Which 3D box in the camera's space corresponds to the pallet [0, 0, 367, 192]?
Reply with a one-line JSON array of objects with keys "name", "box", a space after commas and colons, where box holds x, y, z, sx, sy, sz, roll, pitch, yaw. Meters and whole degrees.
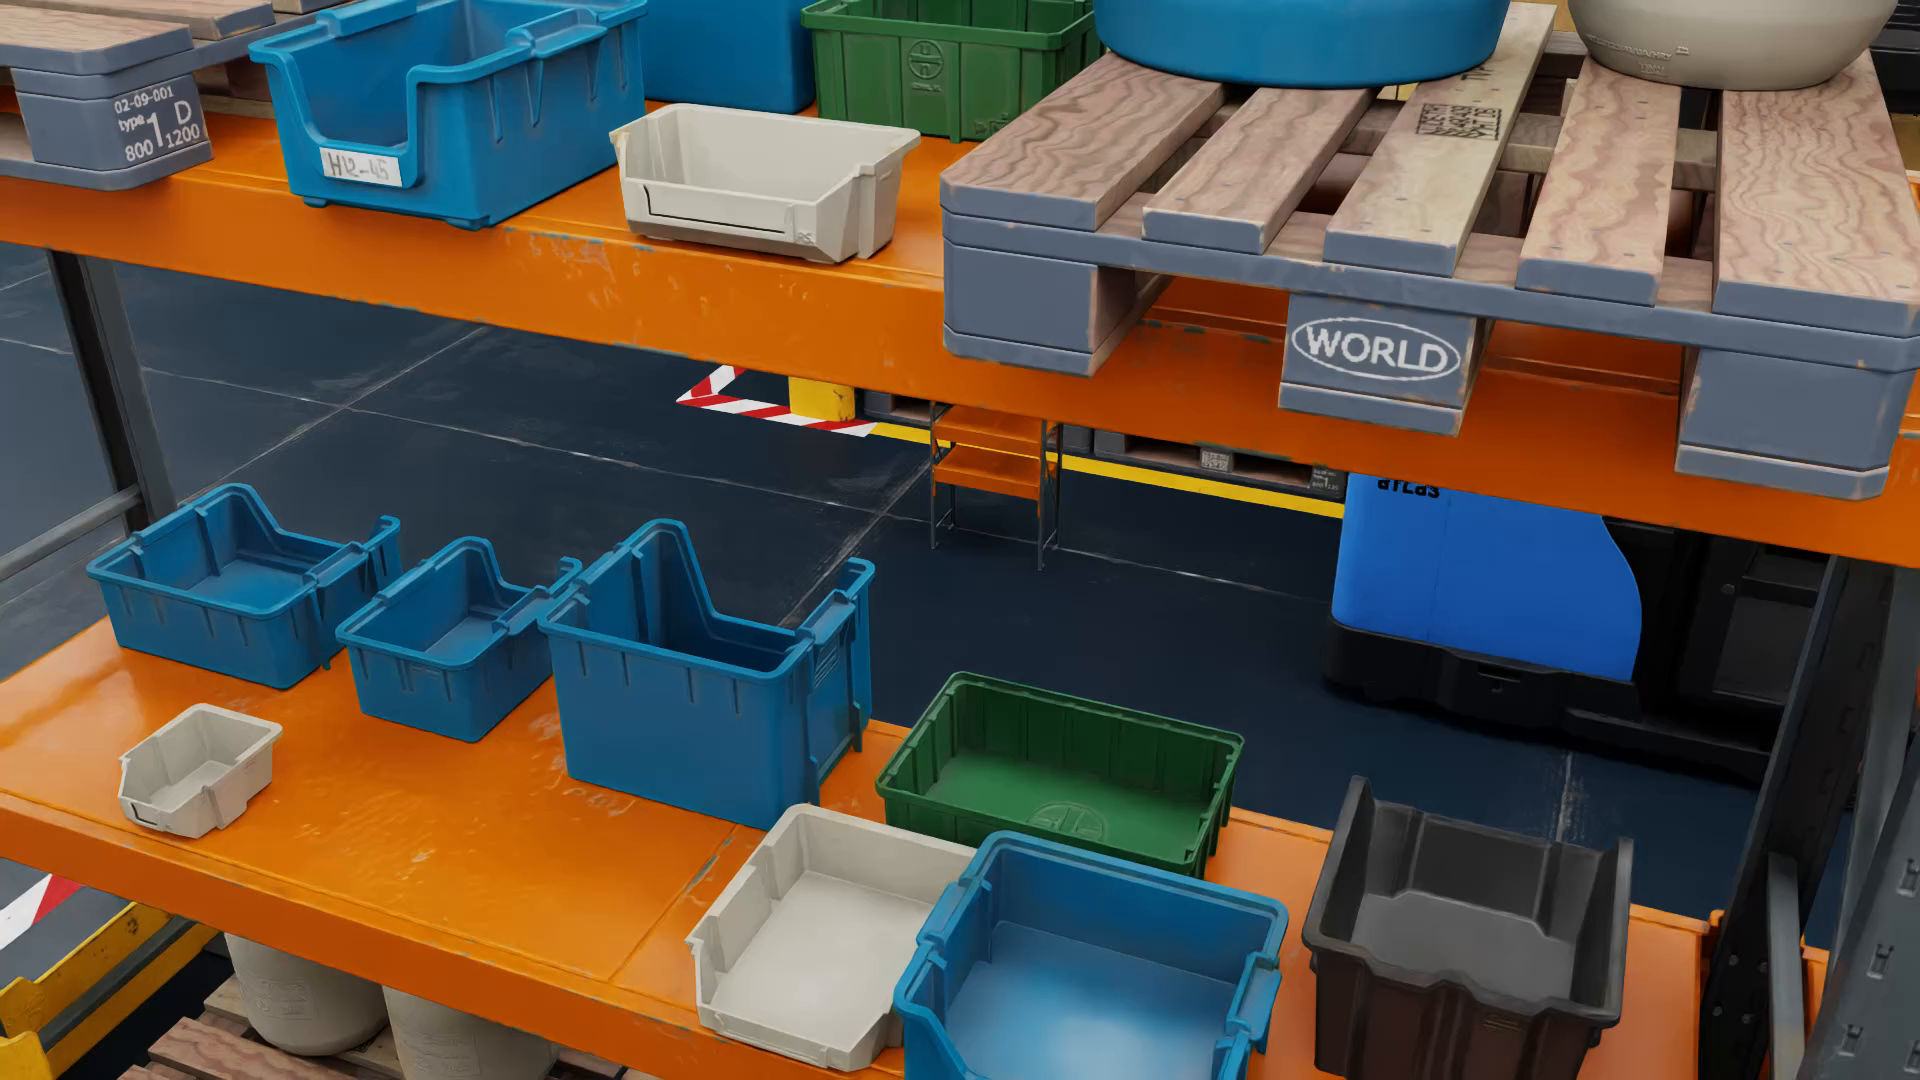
[{"name": "pallet", "box": [-1.613, -0.944, 3.016, 1.213, 0.211, 1.003, 11, 31, 19]}]

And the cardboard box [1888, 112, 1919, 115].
[{"name": "cardboard box", "box": [6.187, -2.917, 10.693, 0.500, 0.250, 0.500, 11, 31, 18]}]

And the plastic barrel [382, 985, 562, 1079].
[{"name": "plastic barrel", "box": [-1.239, 1.162, 4.248, 0.421, 0.512, 0.421, 0, 29, 0]}]

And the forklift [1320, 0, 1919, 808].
[{"name": "forklift", "box": [2.925, -0.665, 5.448, 3.031, 2.935, 1.130, 11, 31, 19]}]

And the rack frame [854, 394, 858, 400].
[{"name": "rack frame", "box": [-0.477, -2.176, 8.052, 0.127, 3.000, 1.000, 11, 31, 19]}]

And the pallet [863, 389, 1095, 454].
[{"name": "pallet", "box": [0.248, -0.840, 8.521, 1.213, 0.211, 1.003, 11, 31, 19]}]

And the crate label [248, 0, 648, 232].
[{"name": "crate label", "box": [-0.732, -0.662, 2.476, 0.408, 0.251, 0.502, 11, 31, 19]}]

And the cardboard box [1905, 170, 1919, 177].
[{"name": "cardboard box", "box": [3.703, -1.300, 6.653, 0.500, 0.250, 0.500, 13, 32, 22]}]

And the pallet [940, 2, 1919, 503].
[{"name": "pallet", "box": [0.659, -0.491, 2.213, 1.003, 0.211, 1.213, 11, 31, 19]}]

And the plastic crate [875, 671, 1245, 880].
[{"name": "plastic crate", "box": [0.212, 0.534, 3.472, 0.662, 0.188, 0.450, 11, 31, 19]}]

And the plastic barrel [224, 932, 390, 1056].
[{"name": "plastic barrel", "box": [-1.704, 1.069, 4.412, 0.421, 0.512, 0.421, 0, 29, 0]}]

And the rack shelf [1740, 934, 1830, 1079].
[{"name": "rack shelf", "box": [3.217, 1.505, 2.270, 4.000, 0.370, 1.077, 11, 31, 19]}]

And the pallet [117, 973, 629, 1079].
[{"name": "pallet", "box": [-1.504, 1.441, 4.486, 1.213, 0.211, 1.003, 11, 31, 19]}]

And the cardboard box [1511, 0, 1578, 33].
[{"name": "cardboard box", "box": [2.348, -2.216, 6.703, 0.500, 0.500, 0.700, 11, 31, 19]}]

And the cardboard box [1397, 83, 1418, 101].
[{"name": "cardboard box", "box": [1.955, -1.904, 6.809, 0.250, 0.149, 0.380, 11, 31, 19]}]

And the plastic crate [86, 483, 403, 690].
[{"name": "plastic crate", "box": [-1.766, 0.103, 4.171, 0.616, 0.251, 0.499, 11, 31, 19]}]

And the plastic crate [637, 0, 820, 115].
[{"name": "plastic crate", "box": [-0.462, -1.002, 2.941, 0.575, 0.384, 0.392, 11, 31, 19]}]

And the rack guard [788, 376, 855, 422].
[{"name": "rack guard", "box": [-0.499, -1.092, 8.674, 0.348, 0.500, 1.175, 11, 31, 19]}]

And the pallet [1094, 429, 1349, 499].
[{"name": "pallet", "box": [1.374, -0.613, 8.120, 1.213, 0.211, 1.003, 11, 31, 19]}]

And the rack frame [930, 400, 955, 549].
[{"name": "rack frame", "box": [-0.073, -0.537, 6.980, 0.015, 1.200, 0.240, 11, 31, 19]}]

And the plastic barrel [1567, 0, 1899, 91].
[{"name": "plastic barrel", "box": [1.039, -0.885, 2.178, 0.421, 0.512, 0.421, 0, 29, 0]}]

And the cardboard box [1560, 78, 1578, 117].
[{"name": "cardboard box", "box": [2.425, -1.809, 6.640, 0.250, 0.149, 0.380, 10, 31, 18]}]

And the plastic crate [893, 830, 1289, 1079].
[{"name": "plastic crate", "box": [0.236, 0.806, 2.928, 0.616, 0.251, 0.499, 11, 31, 19]}]

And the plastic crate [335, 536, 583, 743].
[{"name": "plastic crate", "box": [-1.167, 0.225, 3.954, 0.408, 0.251, 0.499, 11, 31, 19]}]

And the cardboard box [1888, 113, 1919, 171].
[{"name": "cardboard box", "box": [6.275, -2.597, 10.890, 0.500, 0.500, 0.700, 11, 31, 18]}]

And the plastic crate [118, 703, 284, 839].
[{"name": "plastic crate", "box": [-1.634, 0.509, 3.569, 0.250, 0.136, 0.298, 11, 31, 19]}]

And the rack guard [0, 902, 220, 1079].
[{"name": "rack guard", "box": [-2.254, 1.163, 4.685, 0.348, 0.500, 1.175, 11, 31, 19]}]

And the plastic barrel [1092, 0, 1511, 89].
[{"name": "plastic barrel", "box": [0.482, -1.118, 2.195, 0.708, 0.901, 0.600, 11, 31, 19]}]

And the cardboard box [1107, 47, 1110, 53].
[{"name": "cardboard box", "box": [0.763, -2.141, 7.229, 0.250, 0.149, 0.380, 10, 31, 17]}]

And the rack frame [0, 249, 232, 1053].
[{"name": "rack frame", "box": [-2.342, 0.082, 4.057, 0.127, 3.000, 1.000, 11, 31, 19]}]

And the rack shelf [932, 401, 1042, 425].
[{"name": "rack shelf", "box": [0.153, -0.628, 6.824, 0.480, 0.148, 0.258, 11, 31, 19]}]

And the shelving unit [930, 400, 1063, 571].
[{"name": "shelving unit", "box": [0.153, -0.492, 6.901, 0.503, 1.200, 0.258, 11, 31, 19]}]

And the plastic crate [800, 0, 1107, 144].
[{"name": "plastic crate", "box": [0.004, -0.808, 2.798, 0.450, 0.188, 0.336, 11, 31, 19]}]

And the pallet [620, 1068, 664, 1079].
[{"name": "pallet", "box": [-0.377, 1.668, 4.085, 1.213, 0.211, 1.003, 11, 31, 19]}]

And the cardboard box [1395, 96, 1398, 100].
[{"name": "cardboard box", "box": [1.862, -1.748, 7.193, 0.500, 0.500, 0.700, 12, 32, 20]}]

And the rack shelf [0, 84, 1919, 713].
[{"name": "rack shelf", "box": [-0.489, -0.541, 2.841, 4.000, 0.370, 1.077, 11, 31, 19]}]

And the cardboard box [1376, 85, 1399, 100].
[{"name": "cardboard box", "box": [1.721, -1.950, 6.891, 0.250, 0.149, 0.380, 12, 32, 21]}]

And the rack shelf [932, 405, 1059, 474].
[{"name": "rack shelf", "box": [0.153, -0.433, 6.934, 0.480, 0.148, 0.258, 11, 31, 19]}]

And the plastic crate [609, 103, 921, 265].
[{"name": "plastic crate", "box": [-0.275, -0.482, 2.274, 0.396, 0.136, 0.243, 11, 31, 19]}]

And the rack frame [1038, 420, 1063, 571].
[{"name": "rack frame", "box": [0.379, -0.447, 6.821, 0.015, 1.200, 0.240, 11, 31, 19]}]

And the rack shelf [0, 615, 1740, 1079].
[{"name": "rack shelf", "box": [-0.489, 0.765, 3.579, 4.000, 0.370, 1.077, 11, 31, 19]}]

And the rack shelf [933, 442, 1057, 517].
[{"name": "rack shelf", "box": [0.153, -0.260, 7.031, 0.480, 0.148, 0.258, 11, 31, 19]}]

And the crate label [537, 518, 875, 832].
[{"name": "crate label", "box": [-0.535, 0.284, 3.664, 0.616, 0.435, 0.502, 11, 31, 19]}]

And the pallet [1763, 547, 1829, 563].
[{"name": "pallet", "box": [3.927, -0.104, 7.219, 1.213, 0.211, 1.003, 11, 31, 19]}]

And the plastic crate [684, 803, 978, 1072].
[{"name": "plastic crate", "box": [-0.236, 0.752, 3.140, 0.437, 0.136, 0.530, 11, 31, 19]}]

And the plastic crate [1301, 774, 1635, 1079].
[{"name": "plastic crate", "box": [0.927, 0.694, 3.037, 0.504, 0.338, 0.767, 11, 31, 19]}]
